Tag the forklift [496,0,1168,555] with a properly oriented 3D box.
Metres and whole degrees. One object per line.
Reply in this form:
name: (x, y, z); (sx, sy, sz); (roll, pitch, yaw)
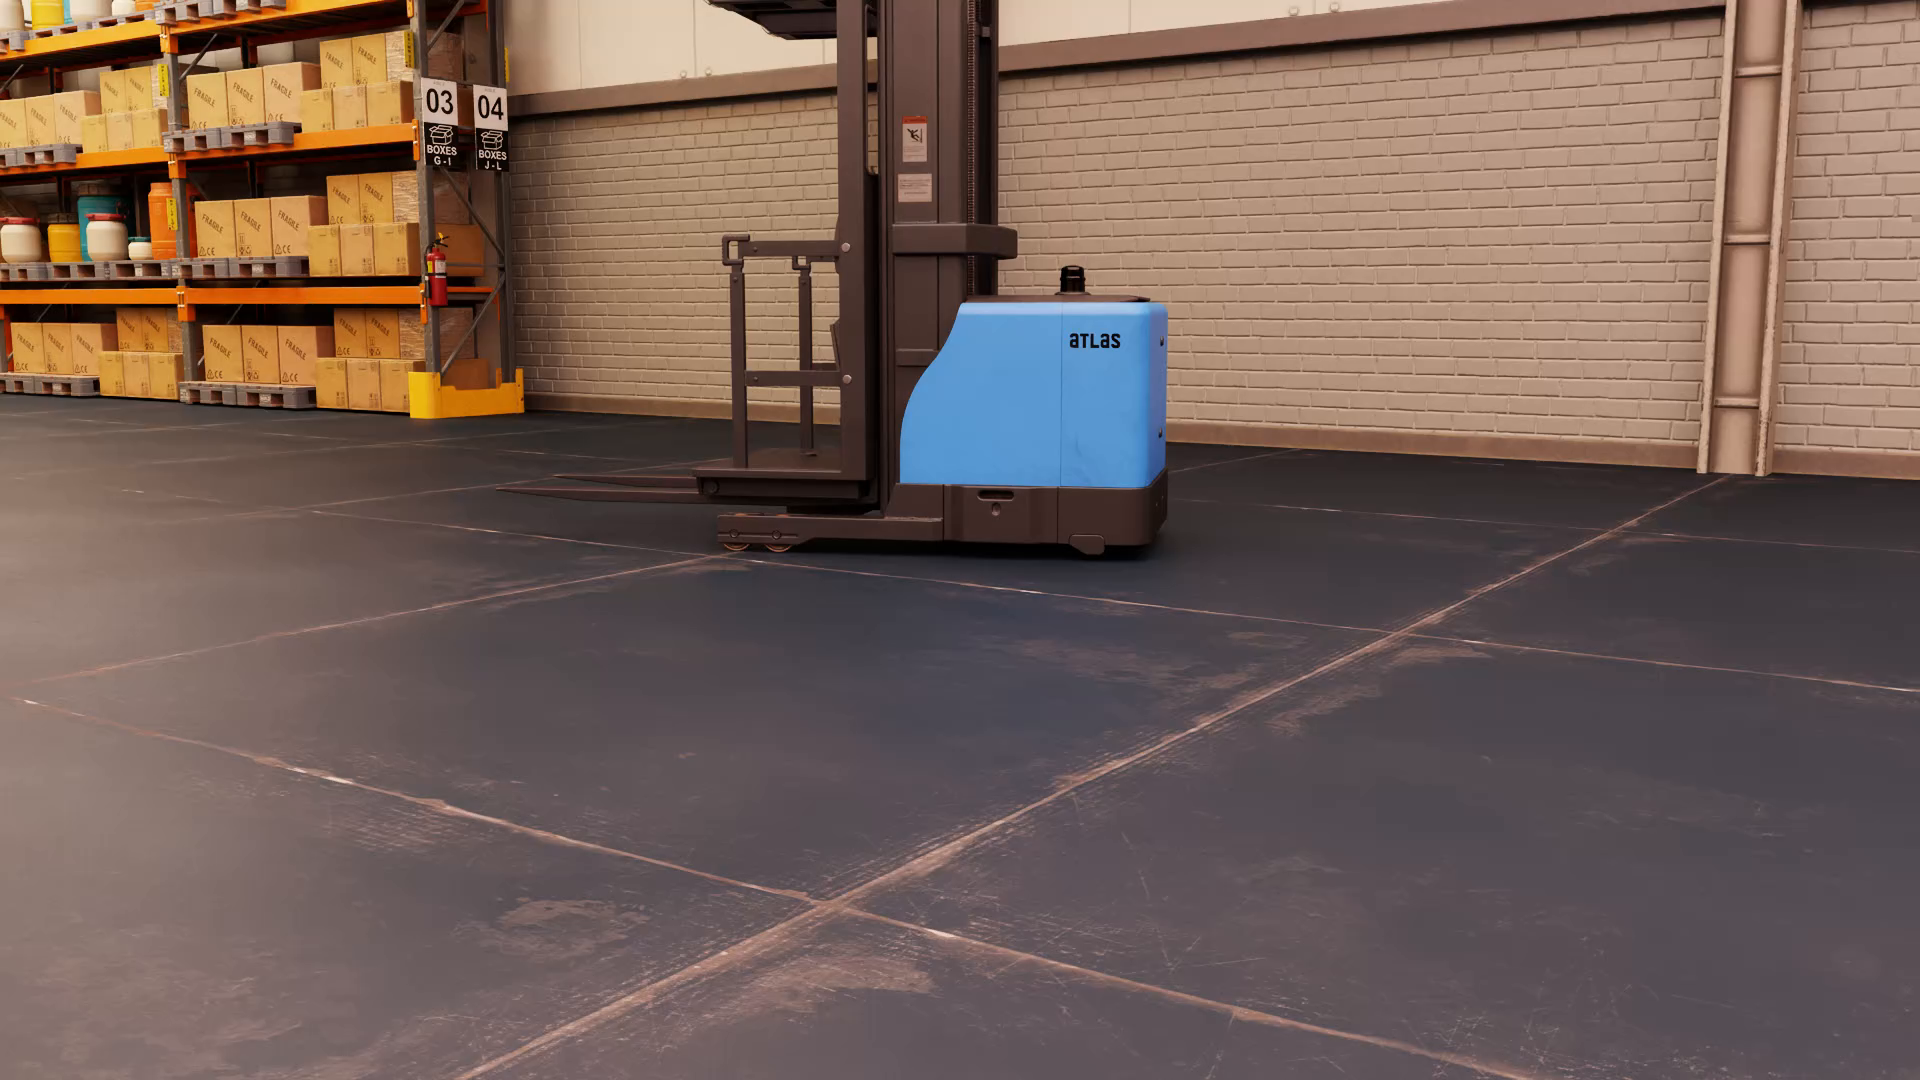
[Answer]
forklift: (-0.596, -1.469, 7.520); (3.031, 2.935, 1.130); (2, 8, 12)
